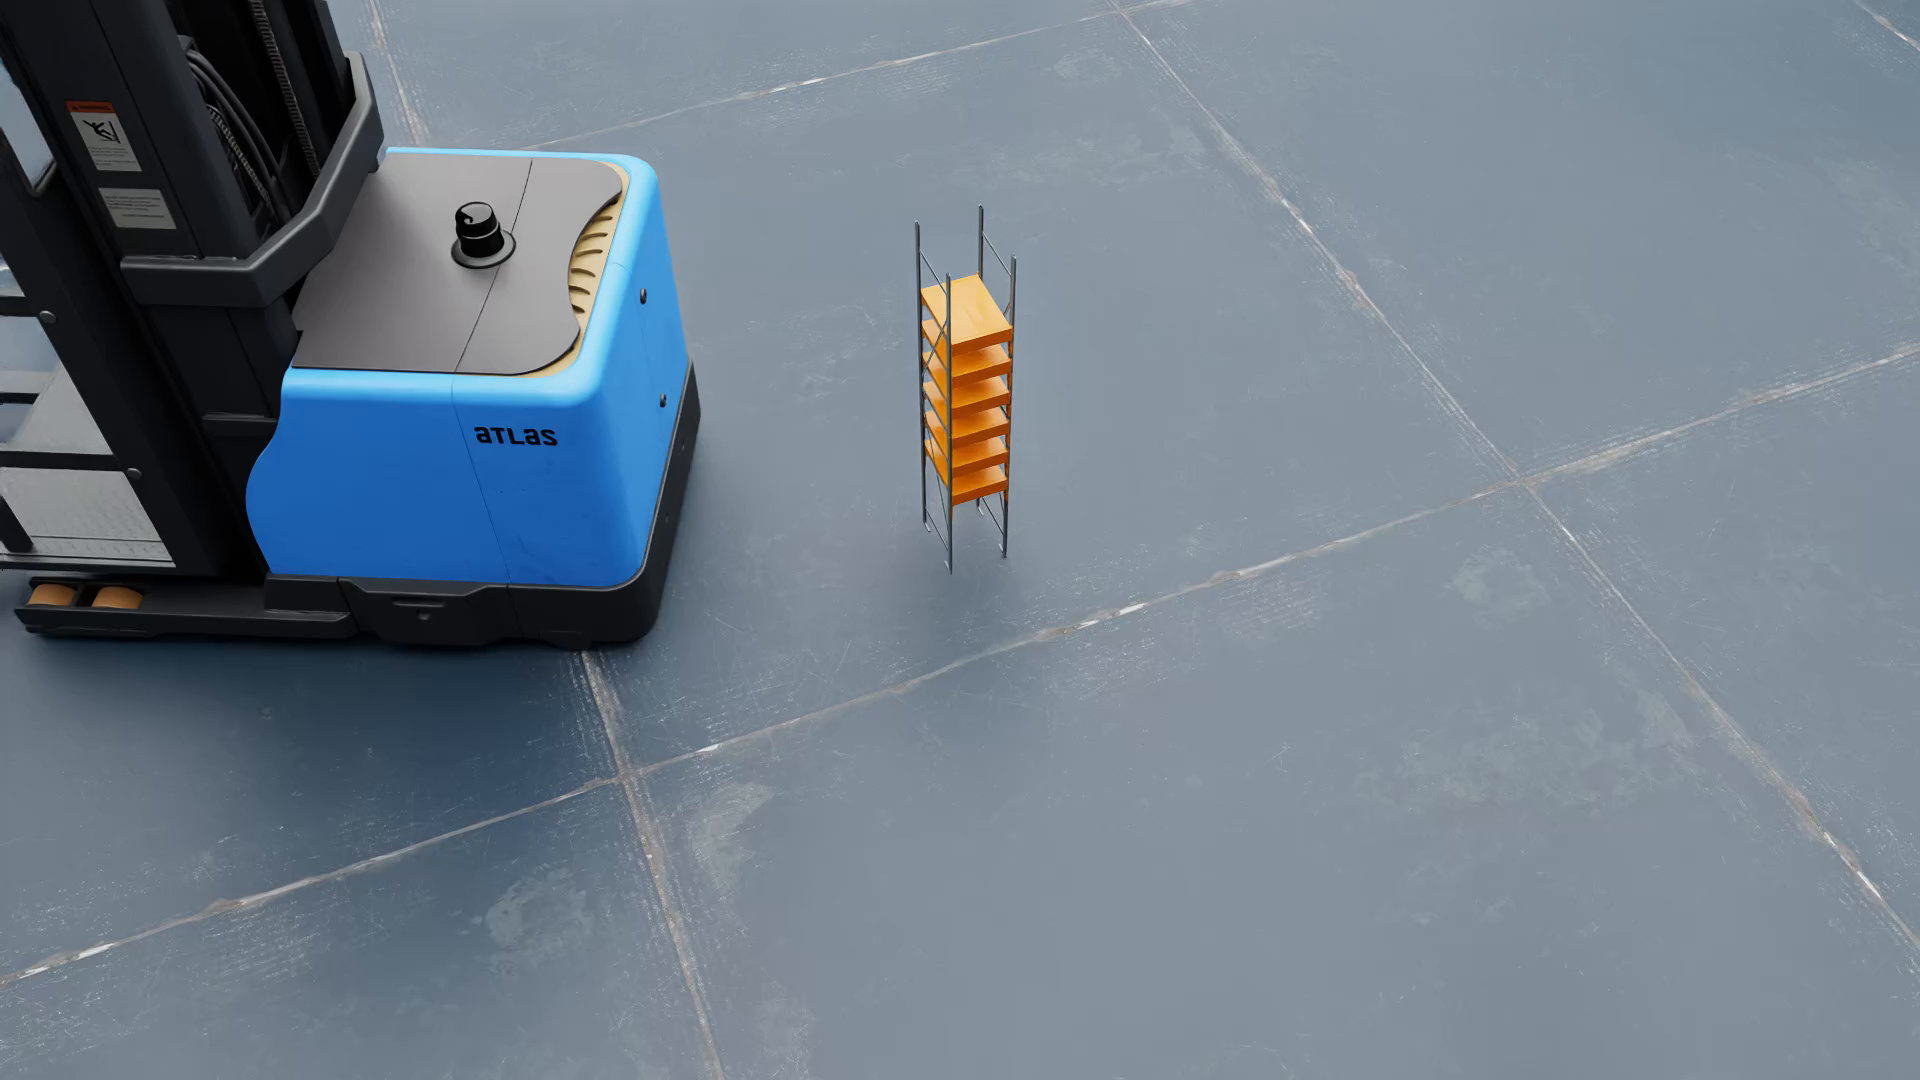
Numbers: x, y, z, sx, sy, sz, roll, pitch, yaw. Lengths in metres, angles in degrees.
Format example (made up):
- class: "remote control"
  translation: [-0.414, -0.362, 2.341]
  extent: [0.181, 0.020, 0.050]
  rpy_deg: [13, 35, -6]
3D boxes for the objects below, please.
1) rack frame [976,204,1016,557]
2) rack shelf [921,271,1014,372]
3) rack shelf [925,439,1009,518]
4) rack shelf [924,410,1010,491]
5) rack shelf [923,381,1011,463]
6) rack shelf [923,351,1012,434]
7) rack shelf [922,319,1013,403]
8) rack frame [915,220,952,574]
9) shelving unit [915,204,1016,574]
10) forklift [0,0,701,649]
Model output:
- class: "rack frame"
  translation: [0.098, -0.421, 4.821]
  extent: [0.006, 1.200, 0.240]
  rpy_deg: [-17, 52, -14]
- class: "rack shelf"
  translation: [0.013, -0.601, 4.559]
  extent: [0.180, 0.103, 0.258]
  rpy_deg: [-17, 52, -14]
- class: "rack shelf"
  translation: [0.013, -0.210, 5.014]
  extent: [0.180, 0.103, 0.258]
  rpy_deg: [-17, 52, -14]
- class: "rack shelf"
  translation: [0.013, -0.288, 4.923]
  extent: [0.180, 0.103, 0.258]
  rpy_deg: [-17, 52, -14]
- class: "rack shelf"
  translation: [0.013, -0.366, 4.832]
  extent: [0.180, 0.103, 0.258]
  rpy_deg: [-17, 52, -14]
- class: "rack shelf"
  translation: [0.013, -0.444, 4.741]
  extent: [0.180, 0.103, 0.258]
  rpy_deg: [-17, 52, -14]
- class: "rack shelf"
  translation: [0.013, -0.522, 4.650]
  extent: [0.180, 0.103, 0.258]
  rpy_deg: [-17, 52, -14]
- class: "rack frame"
  translation: [-0.071, -0.369, 4.776]
  extent: [0.006, 1.200, 0.240]
  rpy_deg: [-17, 52, -14]
- class: "shelving unit"
  translation: [0.013, -0.395, 4.798]
  extent: [0.189, 1.200, 0.258]
  rpy_deg: [-17, 52, -14]
- class: "forklift"
  translation: [-2.393, -1.061, 4.229]
  extent: [3.031, 2.935, 1.130]
  rpy_deg: [2, 49, 2]
